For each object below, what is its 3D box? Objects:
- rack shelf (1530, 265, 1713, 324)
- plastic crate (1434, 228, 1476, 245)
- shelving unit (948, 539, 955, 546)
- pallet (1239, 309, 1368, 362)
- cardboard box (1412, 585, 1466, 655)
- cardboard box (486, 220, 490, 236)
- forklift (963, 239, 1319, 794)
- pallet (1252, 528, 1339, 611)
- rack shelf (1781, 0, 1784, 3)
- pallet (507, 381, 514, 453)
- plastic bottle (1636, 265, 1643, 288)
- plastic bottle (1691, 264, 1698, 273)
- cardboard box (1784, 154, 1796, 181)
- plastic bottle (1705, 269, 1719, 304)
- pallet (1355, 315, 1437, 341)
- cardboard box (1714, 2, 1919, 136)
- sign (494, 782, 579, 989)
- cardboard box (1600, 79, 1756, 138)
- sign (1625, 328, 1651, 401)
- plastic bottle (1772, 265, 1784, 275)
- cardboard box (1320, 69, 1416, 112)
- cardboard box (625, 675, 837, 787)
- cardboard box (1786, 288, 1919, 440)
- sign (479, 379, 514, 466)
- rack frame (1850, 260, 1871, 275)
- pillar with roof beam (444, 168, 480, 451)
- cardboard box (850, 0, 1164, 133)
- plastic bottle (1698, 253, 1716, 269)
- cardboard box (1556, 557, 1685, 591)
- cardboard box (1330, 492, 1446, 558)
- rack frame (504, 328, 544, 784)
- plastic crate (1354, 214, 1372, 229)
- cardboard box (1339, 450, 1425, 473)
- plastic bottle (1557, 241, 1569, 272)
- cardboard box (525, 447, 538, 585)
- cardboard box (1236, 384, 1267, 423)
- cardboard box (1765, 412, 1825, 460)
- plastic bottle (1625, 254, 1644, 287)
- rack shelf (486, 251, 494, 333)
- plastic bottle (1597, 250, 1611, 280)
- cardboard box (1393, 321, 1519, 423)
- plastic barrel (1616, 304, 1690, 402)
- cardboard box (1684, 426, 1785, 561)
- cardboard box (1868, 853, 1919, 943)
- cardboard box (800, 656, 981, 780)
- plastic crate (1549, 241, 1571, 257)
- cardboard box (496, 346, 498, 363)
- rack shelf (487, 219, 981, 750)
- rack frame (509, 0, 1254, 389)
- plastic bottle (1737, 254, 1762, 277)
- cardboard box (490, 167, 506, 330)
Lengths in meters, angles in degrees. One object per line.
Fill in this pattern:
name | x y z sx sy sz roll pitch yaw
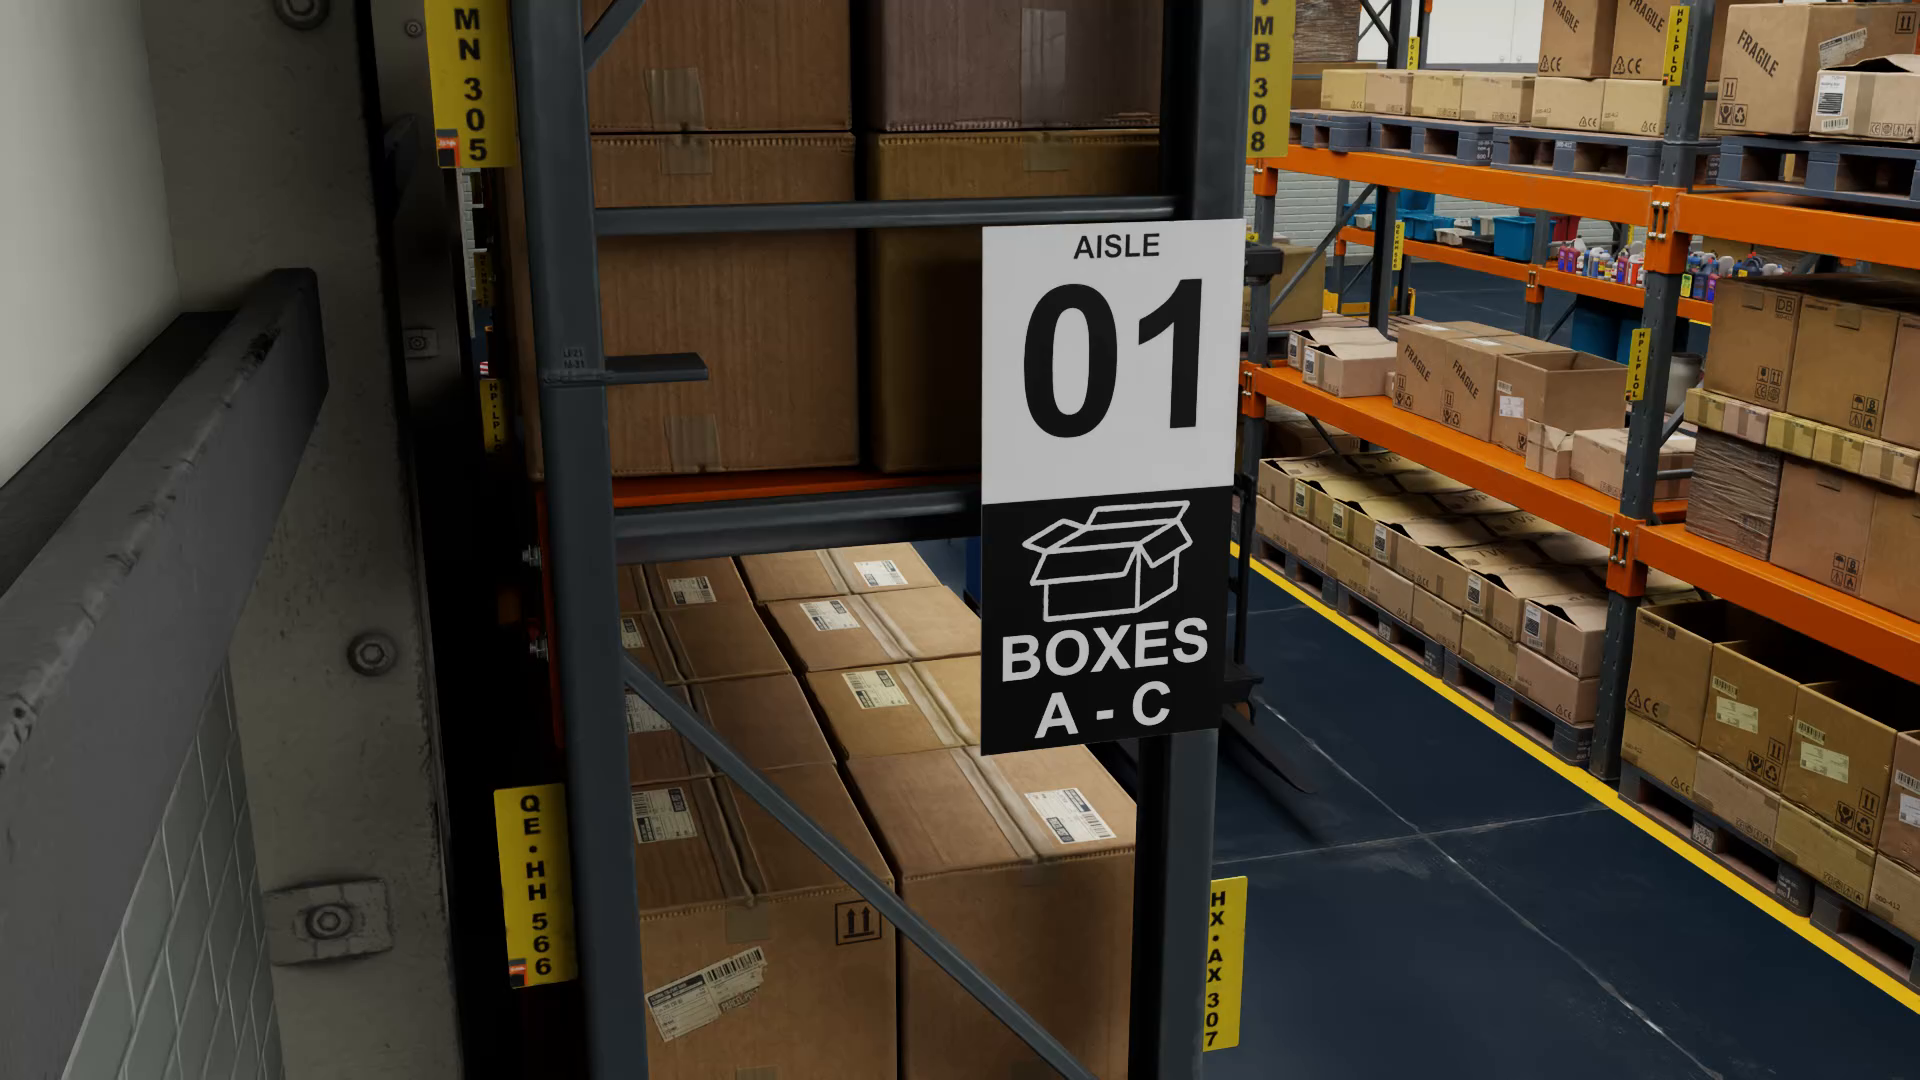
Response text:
rack shelf | 6.690 -2.023 14.725 1.077 0.370 4.000 -5 17 -15
plastic crate | 5.372 -3.282 18.017 0.293 0.136 0.466 -5 17 -15
shelving unit | 0.004 -0.571 11.766 0.258 1.200 0.189 -5 17 -15
pallet | 2.222 -1.514 12.113 1.213 0.211 1.003 -5 17 -15
cardboard box | 2.904 0.425 9.374 0.500 0.250 0.500 -4 17 -14
cardboard box | -3.078 -2.122 11.773 0.500 0.250 0.500 -5 17 -17
forklift | 0.894 -0.461 8.392 1.130 2.935 3.031 -4 17 -14
pallet | 2.664 0.142 11.112 1.003 0.211 1.213 -5 17 -15
rack shelf | 10.353 -6.203 18.906 1.077 0.370 4.000 -5 17 -15
pallet | -1.988 -0.751 9.571 1.213 0.211 1.003 -5 17 -15
plastic bottle | 6.161 -2.378 14.998 0.097 0.201 0.097 0 17 0
plastic bottle | 6.375 -2.246 14.418 0.061 0.283 0.133 -5 17 -15
cardboard box | 9.961 -4.414 19.872 0.500 0.500 0.500 -5 17 -17
plastic bottle | 6.404 -2.153 14.109 0.061 0.283 0.133 -5 17 -15
pallet | 5.230 -2.461 19.778 1.003 0.211 1.213 -5 17 -15
cardboard box | 3.460 -1.910 6.736 0.500 0.500 0.500 -3 17 -11
sign | -0.627 0.514 2.466 0.100 0.325 0.005 -5 17 -15
cardboard box | 3.415 -2.055 7.895 0.500 0.250 0.500 -3 17 -9
sign | 3.056 -0.789 7.489 0.100 0.325 0.005 -5 17 -15
plastic bottle | 7.108 -2.252 14.459 0.097 0.271 0.097 0 17 0
cardboard box | 2.654 -2.869 10.606 0.500 0.250 0.500 -6 18 -19
cardboard box | -0.551 0.631 3.560 0.500 0.500 0.500 -4 17 -15
cardboard box | 3.843 -0.725 6.723 0.700 0.500 0.500 -5 17 -15
sign | -1.720 -0.435 6.173 0.100 0.325 0.005 -5 17 -15
rack frame | 7.239 -1.815 12.780 1.000 3.000 0.127 -5 17 -15
pillar with roof beam | -0.271 -5.477 14.542 9.100 9.000 0.400 -5 17 -15
cardboard box | 0.040 -0.917 2.631 0.500 0.500 0.500 -6 18 -19
plastic bottle | 6.835 -2.501 15.278 0.152 0.276 0.135 -5 17 -15
cardboard box | 3.568 0.257 8.959 0.500 0.311 0.500 -5 17 -16
cardboard box | 2.627 -0.123 10.222 0.500 0.311 0.500 -5 17 -17
rack frame | -1.187 0.075 6.489 1.000 3.000 0.127 -5 17 -15
plastic crate | 4.800 -3.740 19.545 0.250 0.136 0.298 -5 17 -15
cardboard box | 2.856 -0.452 11.316 0.500 0.311 0.500 -4 17 -14
plastic bottle | 5.830 -2.730 16.030 0.061 0.283 0.133 -5 17 -15
cardboard box | -1.259 -0.075 5.912 0.500 0.500 0.500 -5 17 -17
cardboard box | 1.973 -1.052 12.518 0.500 0.250 0.500 -4 17 -13
cardboard box | 3.604 -0.446 6.921 0.380 0.149 0.250 -5 17 -17
plastic bottle | 6.155 -2.448 15.102 0.152 0.276 0.135 -5 17 -15
rack shelf | -3.935 -2.347 15.801 1.077 0.370 4.000 -5 17 -15
plastic bottle | 6.007 -2.566 15.504 0.097 0.271 0.097 0 17 0
cardboard box | 2.952 -1.009 9.924 0.500 0.500 0.500 -6 18 -18
plastic barrel | 6.468 -1.770 15.547 0.600 0.901 0.708 -5 17 -15
cardboard box | 3.703 -0.243 7.375 0.700 0.500 0.500 -5 17 -17
cardboard box | 3.819 1.365 6.242 0.500 0.250 0.500 -5 17 -15
cardboard box | -0.056 0.591 3.693 0.500 0.500 0.500 -5 17 -15
plastic crate | 6.149 -2.964 16.958 0.396 0.136 0.243 -5 17 -15
cardboard box | -2.964 -1.268 11.360 0.380 0.149 0.250 -5 17 -17
rack shelf | -0.638 -0.464 4.319 1.077 0.370 4.000 -5 17 -15
rack frame | -0.088 -1.692 1.942 1.000 3.000 0.127 -5 17 -15
plastic bottle | 6.901 -2.315 14.531 0.144 0.351 0.185 -5 17 -15
cardboard box | -0.735 -0.686 3.598 0.500 0.500 0.500 -5 18 -18
